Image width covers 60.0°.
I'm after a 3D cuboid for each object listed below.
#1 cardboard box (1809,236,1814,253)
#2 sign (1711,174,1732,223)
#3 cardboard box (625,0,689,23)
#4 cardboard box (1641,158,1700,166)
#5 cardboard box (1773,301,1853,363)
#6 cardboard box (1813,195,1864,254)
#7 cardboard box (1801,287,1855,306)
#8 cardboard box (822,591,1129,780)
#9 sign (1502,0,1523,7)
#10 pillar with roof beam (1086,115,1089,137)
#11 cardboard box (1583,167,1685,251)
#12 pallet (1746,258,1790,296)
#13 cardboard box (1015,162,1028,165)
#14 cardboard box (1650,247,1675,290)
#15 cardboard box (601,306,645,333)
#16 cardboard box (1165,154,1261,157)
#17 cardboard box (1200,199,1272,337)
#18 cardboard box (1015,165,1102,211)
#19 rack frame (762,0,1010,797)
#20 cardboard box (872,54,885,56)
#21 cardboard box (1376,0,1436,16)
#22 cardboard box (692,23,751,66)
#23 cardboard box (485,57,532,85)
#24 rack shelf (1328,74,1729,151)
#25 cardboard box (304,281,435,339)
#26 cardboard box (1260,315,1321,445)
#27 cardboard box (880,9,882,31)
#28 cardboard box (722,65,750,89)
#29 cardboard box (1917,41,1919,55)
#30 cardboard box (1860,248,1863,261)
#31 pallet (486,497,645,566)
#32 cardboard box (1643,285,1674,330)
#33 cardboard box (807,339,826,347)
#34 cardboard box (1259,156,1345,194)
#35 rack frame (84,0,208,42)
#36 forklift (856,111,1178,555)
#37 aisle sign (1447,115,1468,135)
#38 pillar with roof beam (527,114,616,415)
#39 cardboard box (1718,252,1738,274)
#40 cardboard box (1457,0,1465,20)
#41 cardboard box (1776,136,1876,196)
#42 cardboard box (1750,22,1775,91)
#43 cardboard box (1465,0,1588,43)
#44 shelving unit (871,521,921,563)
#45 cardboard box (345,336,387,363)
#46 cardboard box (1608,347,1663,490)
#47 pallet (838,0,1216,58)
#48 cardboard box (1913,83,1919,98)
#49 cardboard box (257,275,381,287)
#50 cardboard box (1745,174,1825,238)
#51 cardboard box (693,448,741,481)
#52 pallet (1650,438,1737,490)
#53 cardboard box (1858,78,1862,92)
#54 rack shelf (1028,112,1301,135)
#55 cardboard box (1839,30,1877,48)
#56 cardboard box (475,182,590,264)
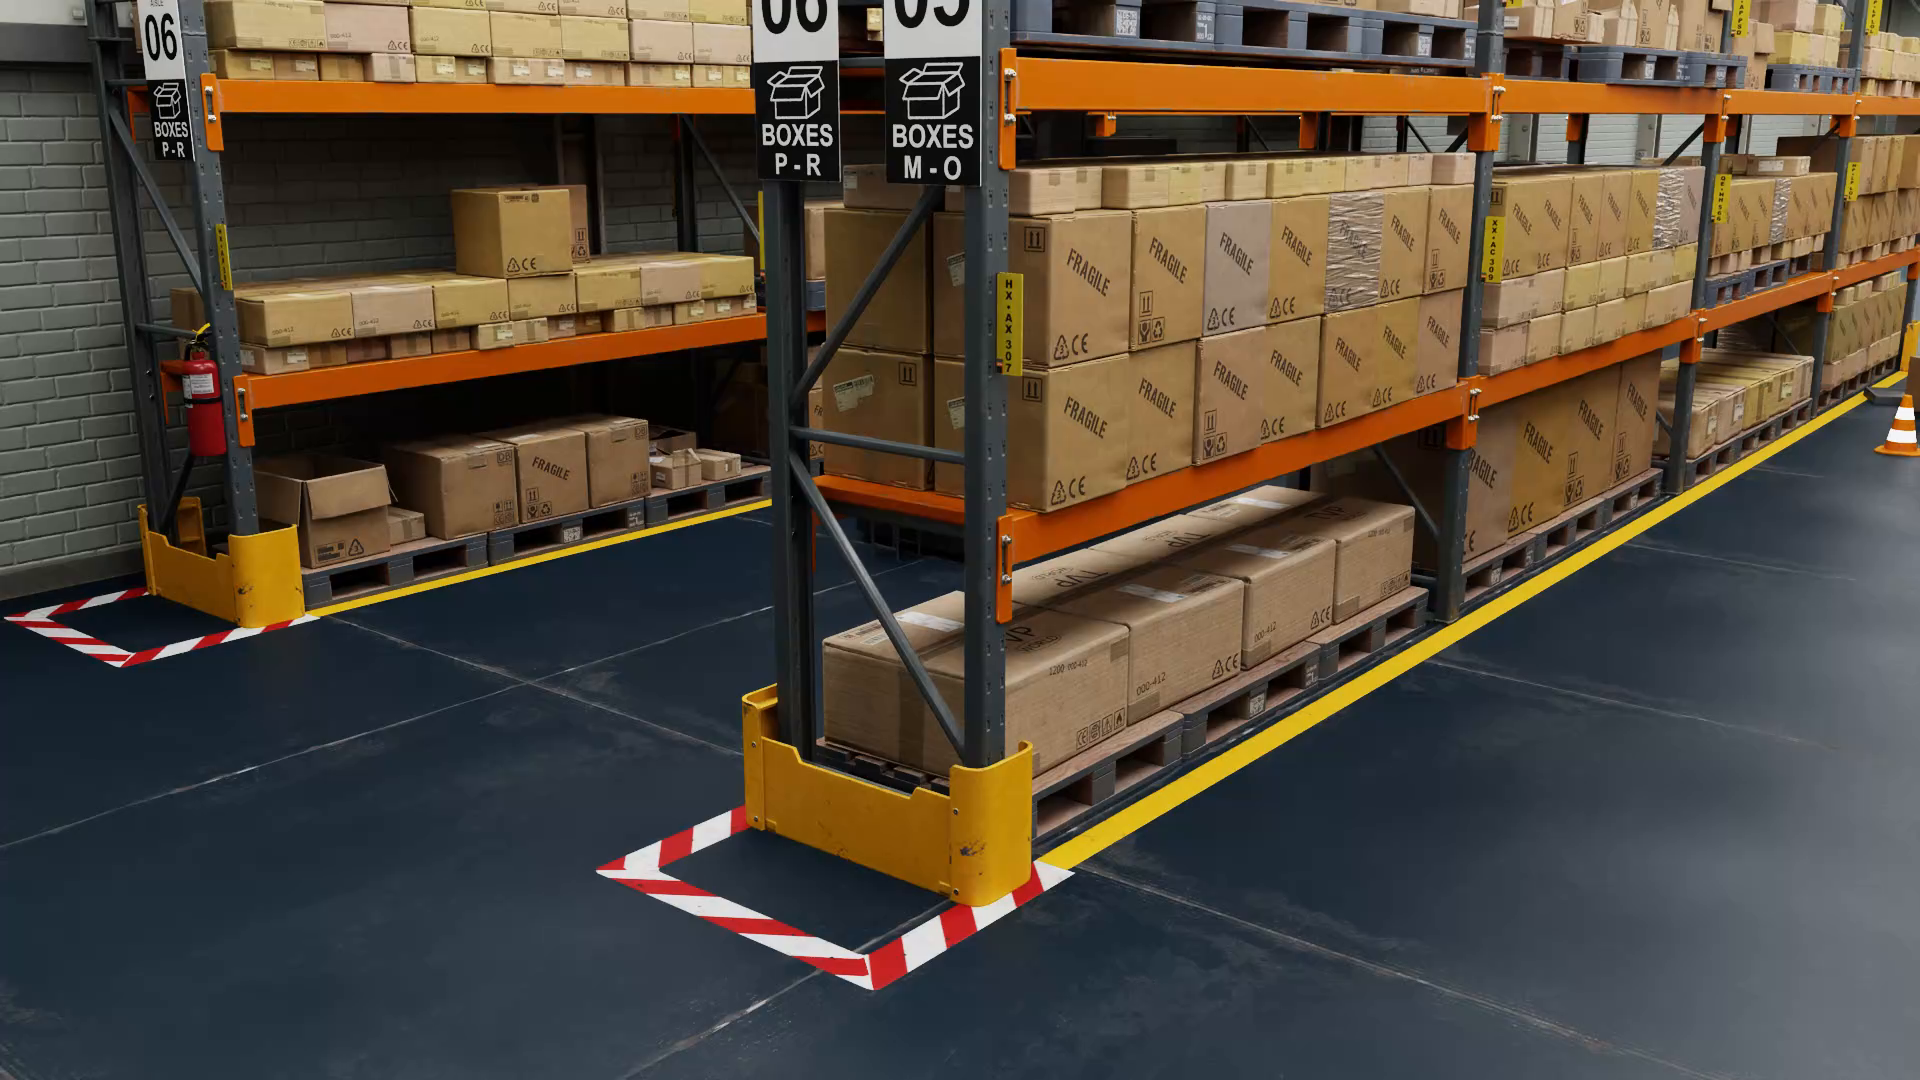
[{"bbox_3d":[6.985,-2.511,14.072,0.380,0.149,0.250,11,18,36],"label":"cardboard box"},{"bbox_3d":[5.193,-2.328,11.343,0.100,0.325,0.005,11,18,38],"label":"sign"},{"bbox_3d":[-2.060,-3.389,10.463,0.500,0.250,0.500,11,18,37],"label":"cardboard box"},{"bbox_3d":[5.568,-2.920,13.046,0.380,0.149,0.250,10,17,35],"label":"cardboard box"},{"bbox_3d":[7.854,-1.924,15.312,0.500,0.500,0.500,12,19,40],"label":"cardboard box"},{"bbox_3d":[7.767,-2.852,14.950,0.500,0.500,0.500,11,18,37],"label":"cardboard box"},{"bbox_3d":[7.980,-2.253,15.290,0.380,0.149,0.250,12,18,38],"label":"cardboard box"},{"bbox_3d":[0.068,0.576,6.613,0.875,0.438,0.875,11,18,36],"label":"cardboard box"},{"bbox_3d":[2.678,-2.743,8.027,0.100,0.325,0.005,11,18,38],"label":"sign"},{"bbox_3d":[4.363,-5.250,13.013,9.100,9.000,0.400,11,18,38],"label":"pillar with roof beam"},{"bbox_3d":[4.322,-2.146,10.745,0.500,0.500,0.500,12,18,39],"label":"cardboard box"},{"bbox_3d":[5.972,-2.145,13.362,1.003,0.211,1.213,11,18,38],"label":"pallet"},{"bbox_3d":[0.039,-1.382,6.420,0.380,0.149,0.250,11,18,37],"label":"cardboard box"},{"bbox_3d":[4.333,-1.791,10.870,0.500,0.250,0.500,11,18,36],"label":"cardboard box"},{"bbox_3d":[-2.238,-1.426,10.653,0.380,0.149,0.250,11,18,37],"label":"cardboard box"},{"bbox_3d":[1.175,-1.722,7.757,0.380,0.149,0.250,11,18,36],"label":"cardboard box"},{"bbox_3d":[0.891,-1.101,6.630,0.500,0.500,0.500,11,18,37],"label":"cardboard box"},{"bbox_3d":[0.279,-1.254,5.915,0.380,0.149,0.250,12,18,39],"label":"cardboard box"},{"bbox_3d":[-0.269,-0.320,5.791,1.000,3.000,0.127,11,18,38],"label":"rack frame"},{"bbox_3d":[-0.480,-3.629,12.179,0.380,0.149,0.250,11,18,37],"label":"cardboard box"},{"bbox_3d":[1.927,-2.448,7.528,0.380,0.149,0.250,12,18,39],"label":"cardboard box"},{"bbox_3d":[-1.726,-3.248,10.923,0.500,0.250,0.500,11,18,38],"label":"cardboard box"},{"bbox_3d":[-2.711,-2.723,9.668,0.380,0.149,0.250,11,18,38],"label":"cardboard box"},{"bbox_3d":[3.502,-2.574,10.033,1.077,0.370,4.000,11,18,38],"label":"rack shelf"},{"bbox_3d":[-3.320,-1.301,9.352,0.500,0.250,0.500,12,18,38],"label":"cardboard box"},{"bbox_3d":[1.188,-0.710,7.124,0.500,0.500,0.500,12,19,39],"label":"cardboard box"},{"bbox_3d":[-0.643,-3.729,11.966,0.380,0.149,0.250,11,18,37],"label":"cardboard box"},{"bbox_3d":[-1.614,-3.071,11.038,0.380,0.149,0.250,11,18,37],"label":"cardboard box"},{"bbox_3d":[9.267,-4.857,16.447,0.380,0.149,0.250,11,18,38],"label":"cardboard box"},{"bbox_3d":[8.308,-2.717,15.736,0.380,0.149,0.250,11,18,37],"label":"cardboard box"},{"bbox_3d":[-2.817,-0.136,10.730,1.003,0.211,1.213,11,18,38],"label":"pallet"},{"bbox_3d":[4.335,-1.542,10.906,0.500,0.250,0.500,12,18,39],"label":"cardboard box"},{"bbox_3d":[-1.059,-1.389,12.300,0.380,0.149,0.250,10,17,35],"label":"cardboard box"},{"bbox_3d":[1.447,-1.590,7.240,0.380,0.149,0.250,11,18,36],"label":"cardboard box"},{"bbox_3d":[-4.132,-3.995,8.073,1.000,3.000,0.127,11,18,38],"label":"rack frame"},{"bbox_3d":[0.711,-1.608,11.000,1.130,2.935,3.031,13,19,41],"label":"forklift"},{"bbox_3d":[6.194,-5.379,20.424,0.394,0.787,0.004,11,18,38],"label":"aisle sign"},{"bbox_3d":[0.592,-4.101,8.490,9.100,9.000,0.400,11,18,38],"label":"pillar with roof beam"},{"bbox_3d":[5.520,-2.062,12.303,0.380,0.149,0.250,10,17,34],"label":"cardboard box"},{"bbox_3d":[2.636,-2.902,9.188,0.500,0.311,0.500,11,18,38],"label":"cardboard box"},{"bbox_3d":[7.719,-3.346,14.865,0.700,0.500,0.500,11,18,37],"label":"cardboard box"},{"bbox_3d":[5.696,-3.653,12.607,0.797,0.503,0.637,11,18,38],"label":"cardboard box"},{"bbox_3d":[3.025,-2.916,8.861,0.500,0.500,0.500,11,18,37],"label":"cardboard box"},{"bbox_3d":[-0.393,-0.480,10.074,0.258,1.200,0.189,13,19,41],"label":"shelving unit"},{"bbox_3d":[-3.450,-1.098,9.362,0.380,0.149,0.250,11,18,37],"label":"cardboard box"},{"bbox_3d":[4.261,-0.906,11.561,0.875,0.875,0.875,11,18,37],"label":"cardboard box"},{"bbox_3d":[0.190,-1.875,5.998,1.003,0.211,1.213,11,18,38],"label":"pallet"},{"bbox_3d":[9.456,-4.506,16.688,0.380,0.149,0.250,12,19,39],"label":"cardboard box"},{"bbox_3d":[-3.724,-1.387,9.690,0.500,0.250,0.500,11,18,38],"label":"cardboard box"},{"bbox_3d":[6.851,-2.795,13.874,0.500,0.500,0.500,11,18,38],"label":"cardboard box"},{"bbox_3d":[-1.739,-0.523,11.527,0.380,0.149,0.250,11,18,36],"label":"cardboard box"},{"bbox_3d":[5.252,-0.650,12.753,1.003,0.211,1.213,11,18,38],"label":"pallet"},{"bbox_3d":[7.664,-3.972,14.585,0.380,0.149,0.250,11,18,37],"label":"cardboard box"},{"bbox_3d":[2.153,-4.108,16.069,1.077,0.370,4.000,11,18,38],"label":"rack shelf"},{"bbox_3d":[7.725,-4.347,14.439,0.380,0.149,0.250,11,18,37],"label":"cardboard box"},{"bbox_3d":[-2.761,-2.044,10.756,0.500,0.500,0.500,11,18,36],"label":"cardboard box"}]
